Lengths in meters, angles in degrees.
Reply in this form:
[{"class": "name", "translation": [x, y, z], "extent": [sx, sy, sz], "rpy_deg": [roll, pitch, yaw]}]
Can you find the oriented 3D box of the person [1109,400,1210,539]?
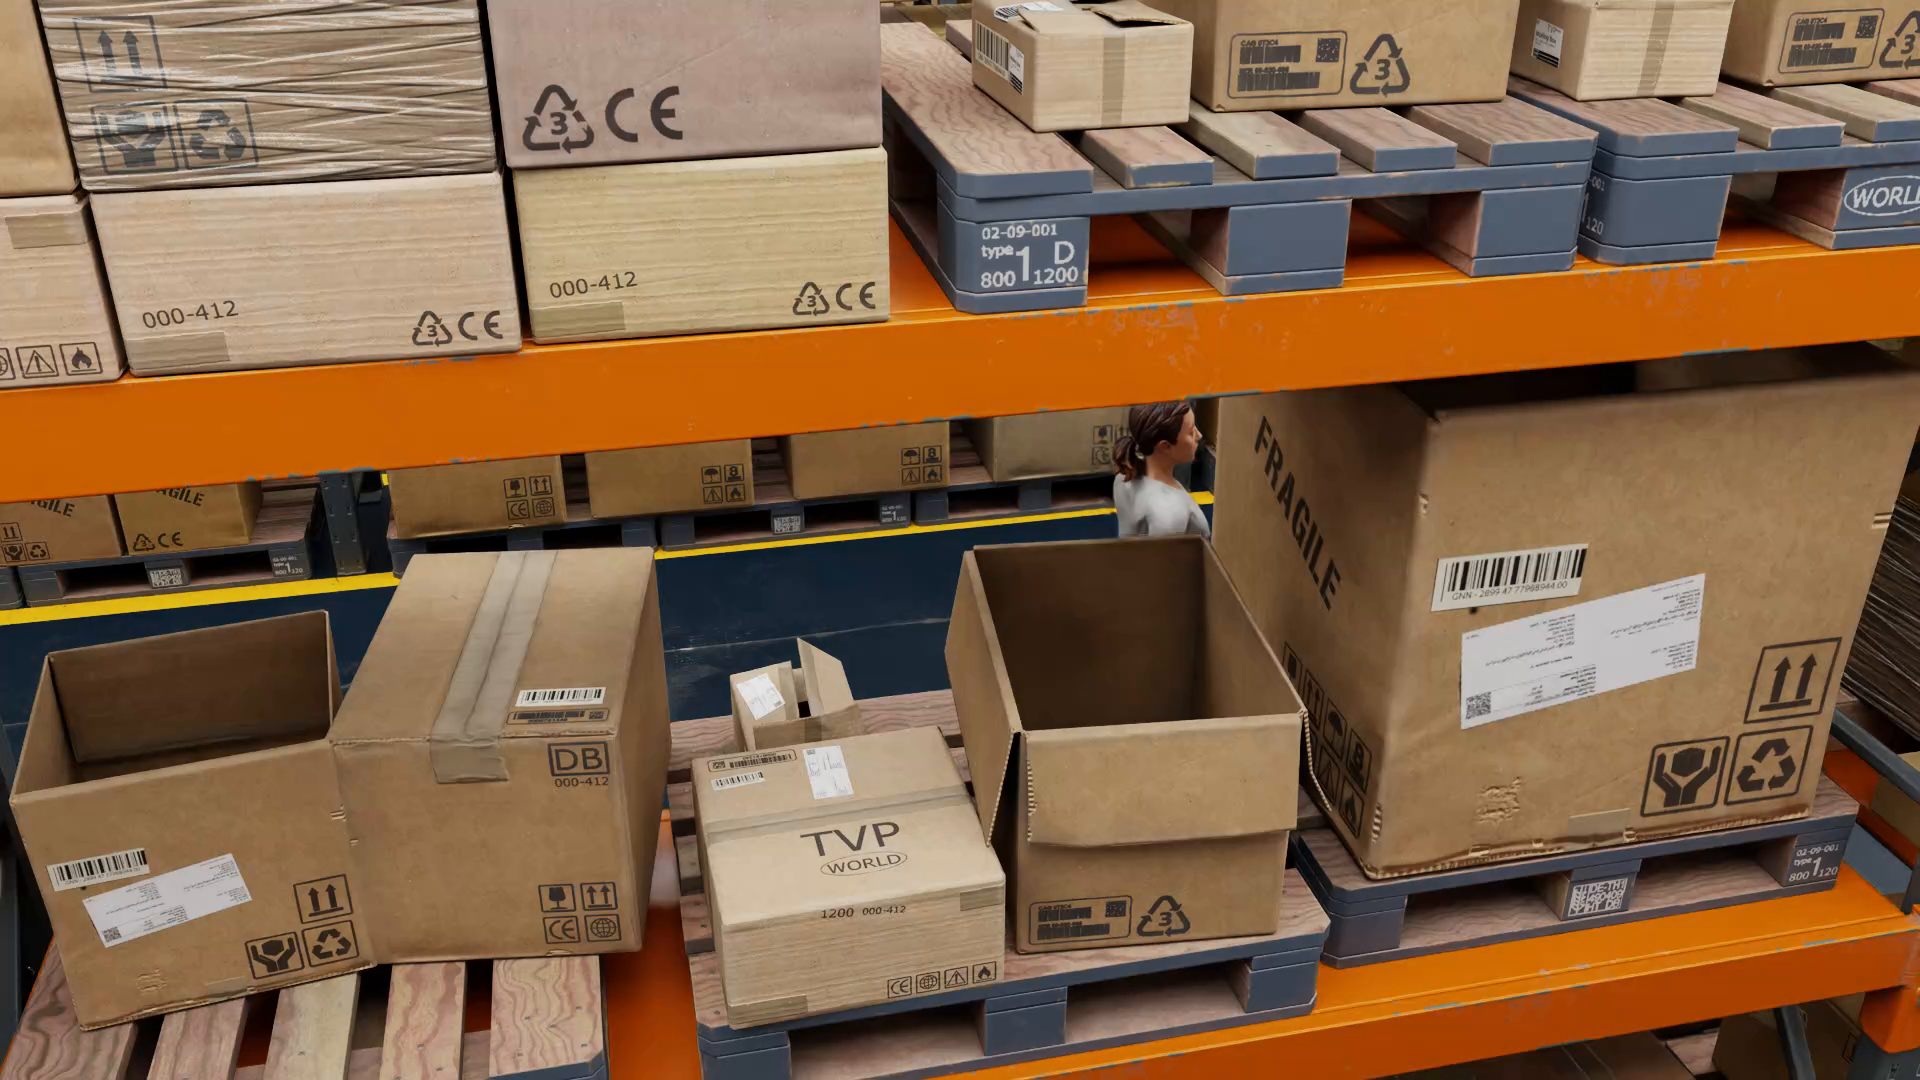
[{"class": "person", "translation": [0.688, 0.280, 5.508], "extent": [0.452, 1.665, 0.475], "rpy_deg": [-4, 27, -8]}]
